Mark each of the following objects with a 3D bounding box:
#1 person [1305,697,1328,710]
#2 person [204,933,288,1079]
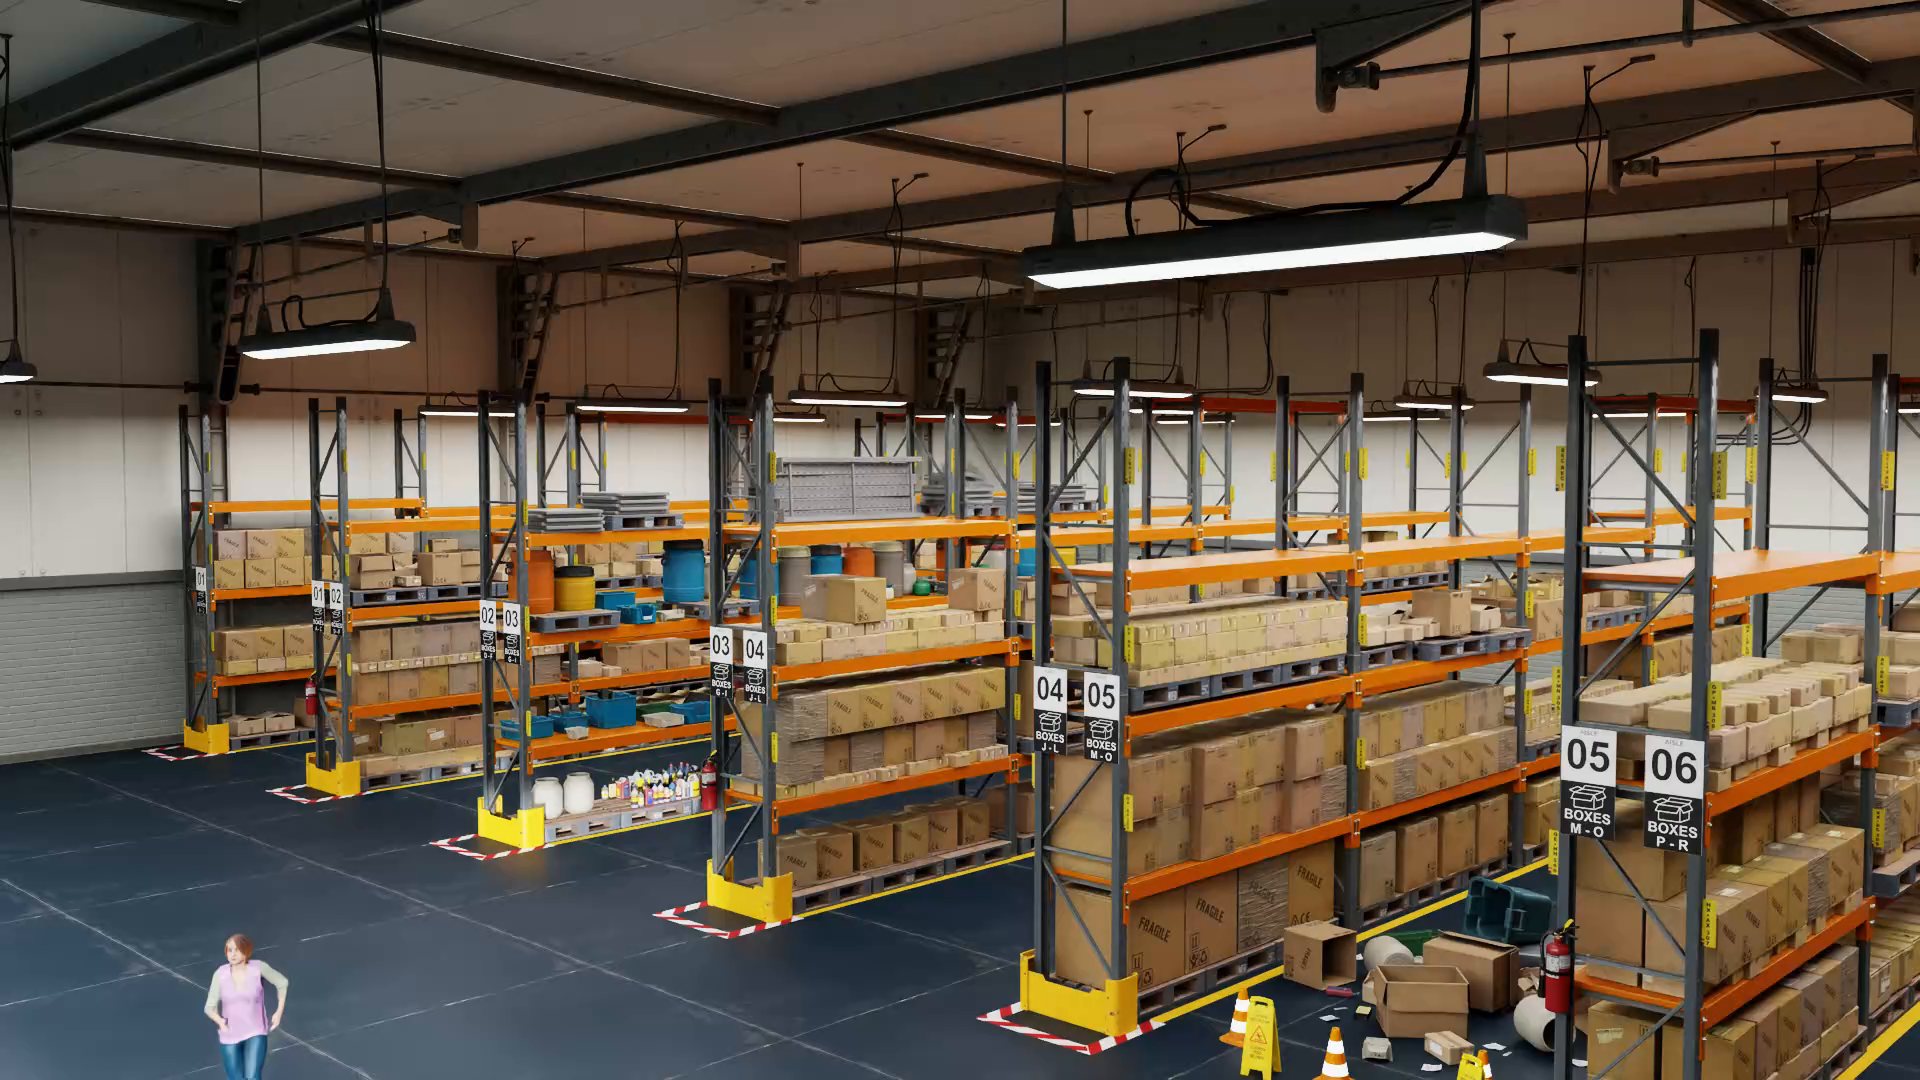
[{"bbox_3d":[5.209,3.008,24.232,0.679,1.740,0.573,3,4,44],"label":"person"},{"bbox_3d":[-5.336,3.729,12.414,0.548,1.576,0.661,-1,3,-11],"label":"person"}]
